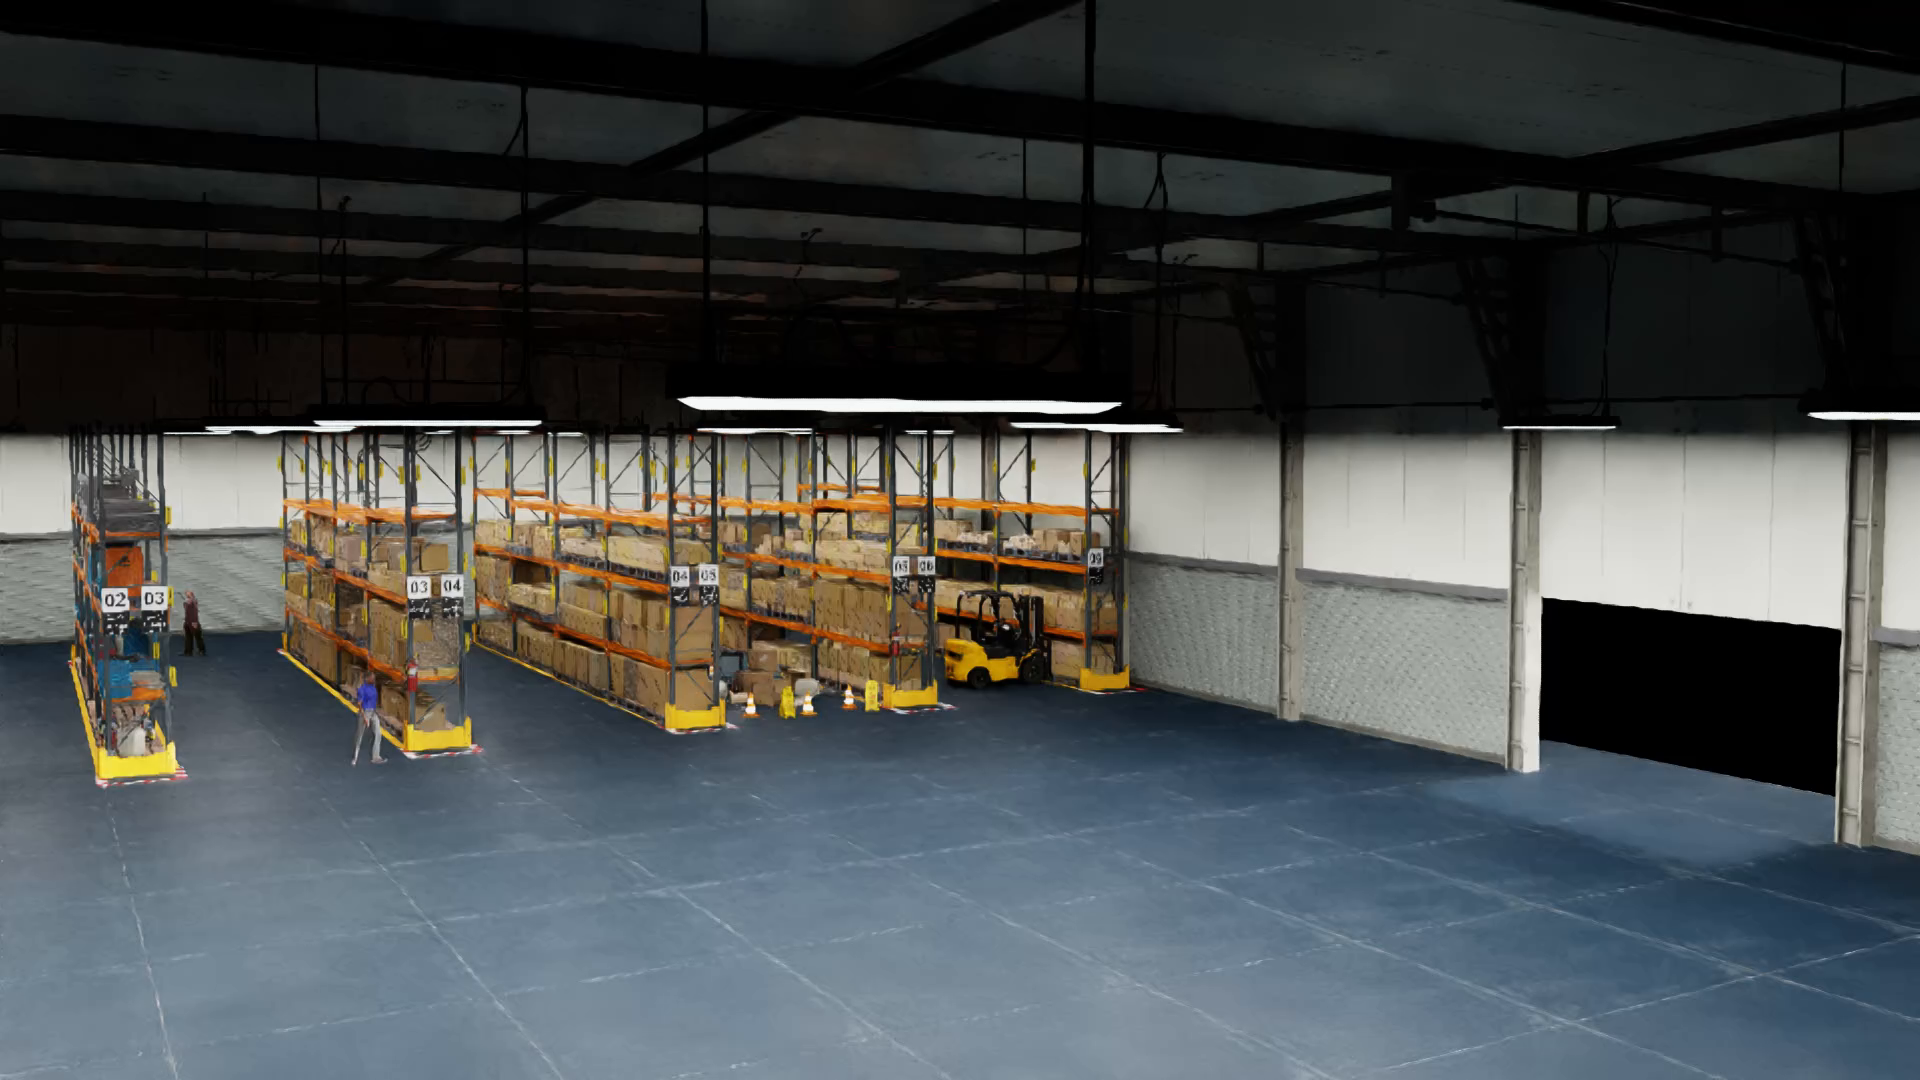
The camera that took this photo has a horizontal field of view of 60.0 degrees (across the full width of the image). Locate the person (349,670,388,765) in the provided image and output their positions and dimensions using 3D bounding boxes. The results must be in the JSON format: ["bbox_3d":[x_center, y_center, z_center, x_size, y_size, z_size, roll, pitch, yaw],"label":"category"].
[{"bbox_3d":[-10.436,3.099,29.188,0.503,1.650,0.590,1,4,20],"label":"person"}]

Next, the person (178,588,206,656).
[{"bbox_3d":[-20.110,2.196,43.576,0.694,1.673,0.586,3,5,44],"label":"person"}]
